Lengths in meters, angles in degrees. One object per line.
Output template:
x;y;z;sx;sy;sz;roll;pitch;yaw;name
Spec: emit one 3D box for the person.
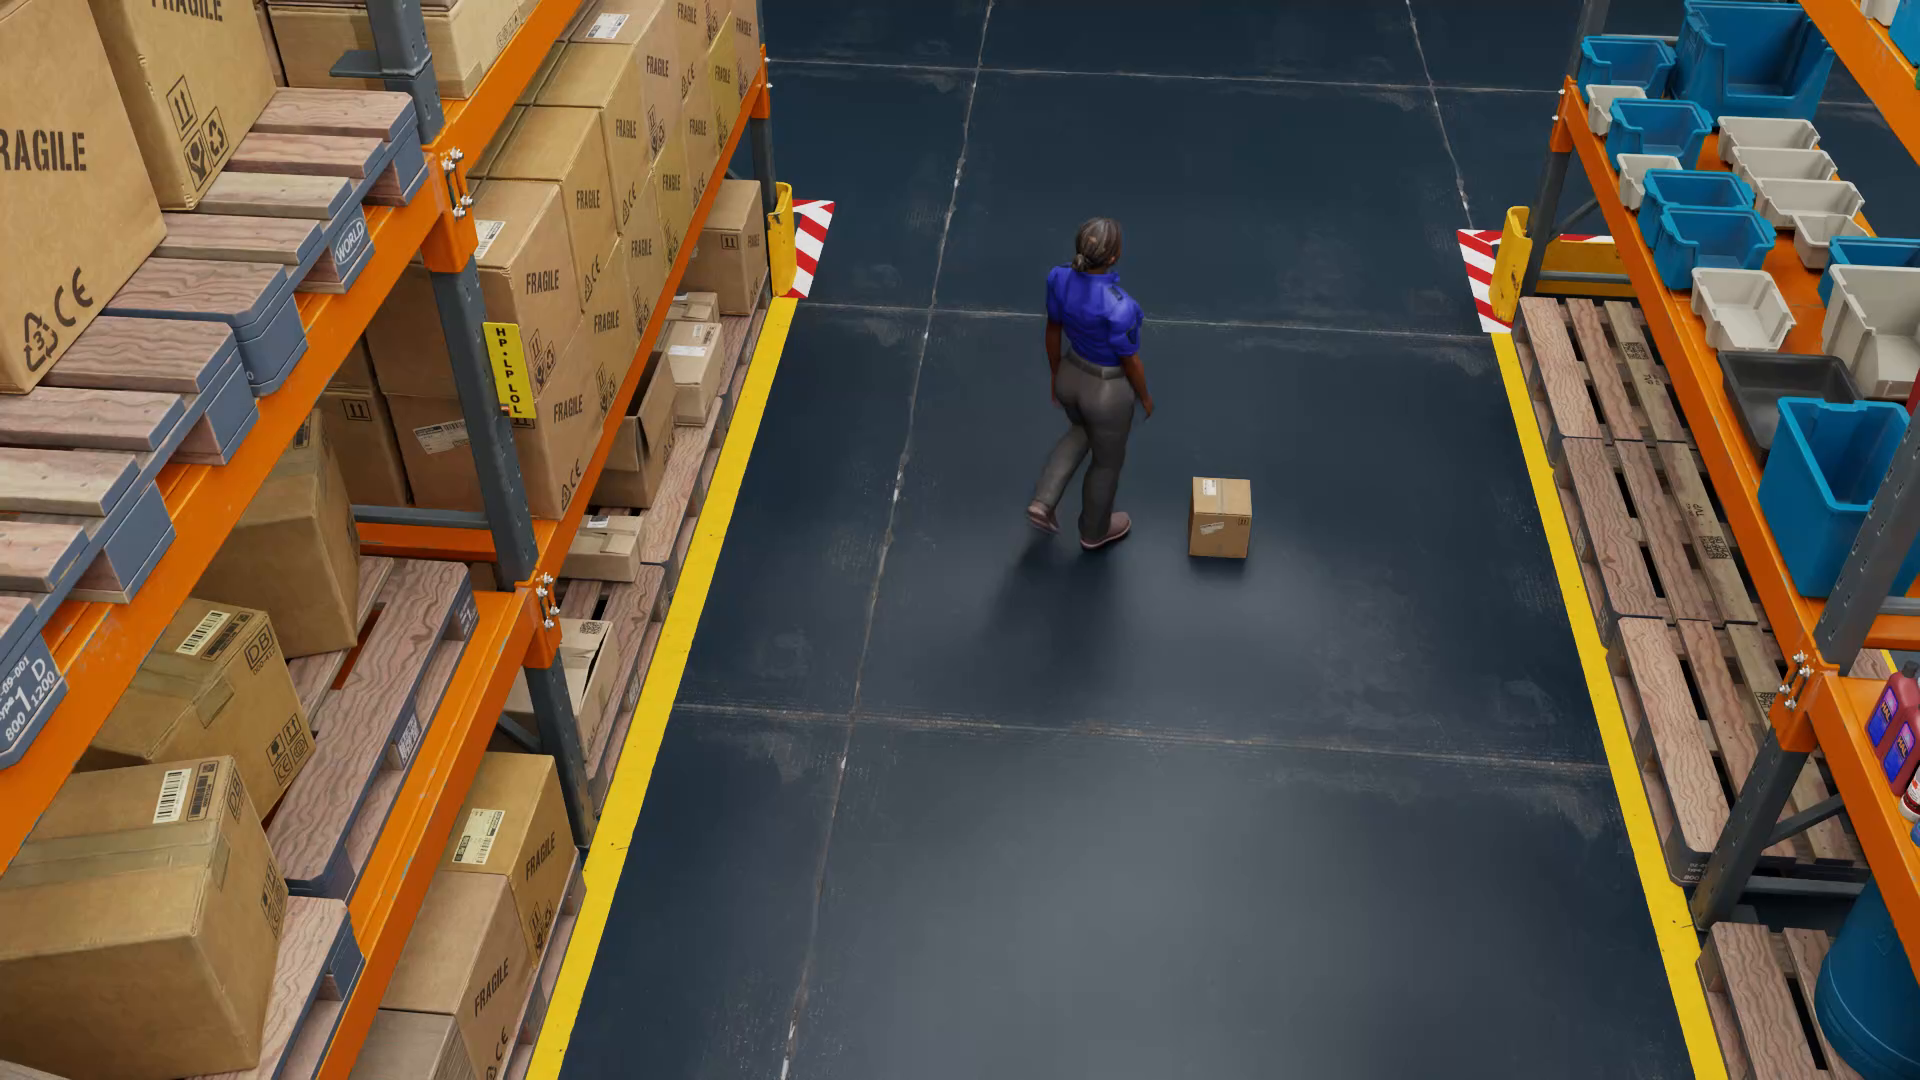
0.559;-0.627;6.882;0.482;1.648;0.454;-29;48;-29;person
